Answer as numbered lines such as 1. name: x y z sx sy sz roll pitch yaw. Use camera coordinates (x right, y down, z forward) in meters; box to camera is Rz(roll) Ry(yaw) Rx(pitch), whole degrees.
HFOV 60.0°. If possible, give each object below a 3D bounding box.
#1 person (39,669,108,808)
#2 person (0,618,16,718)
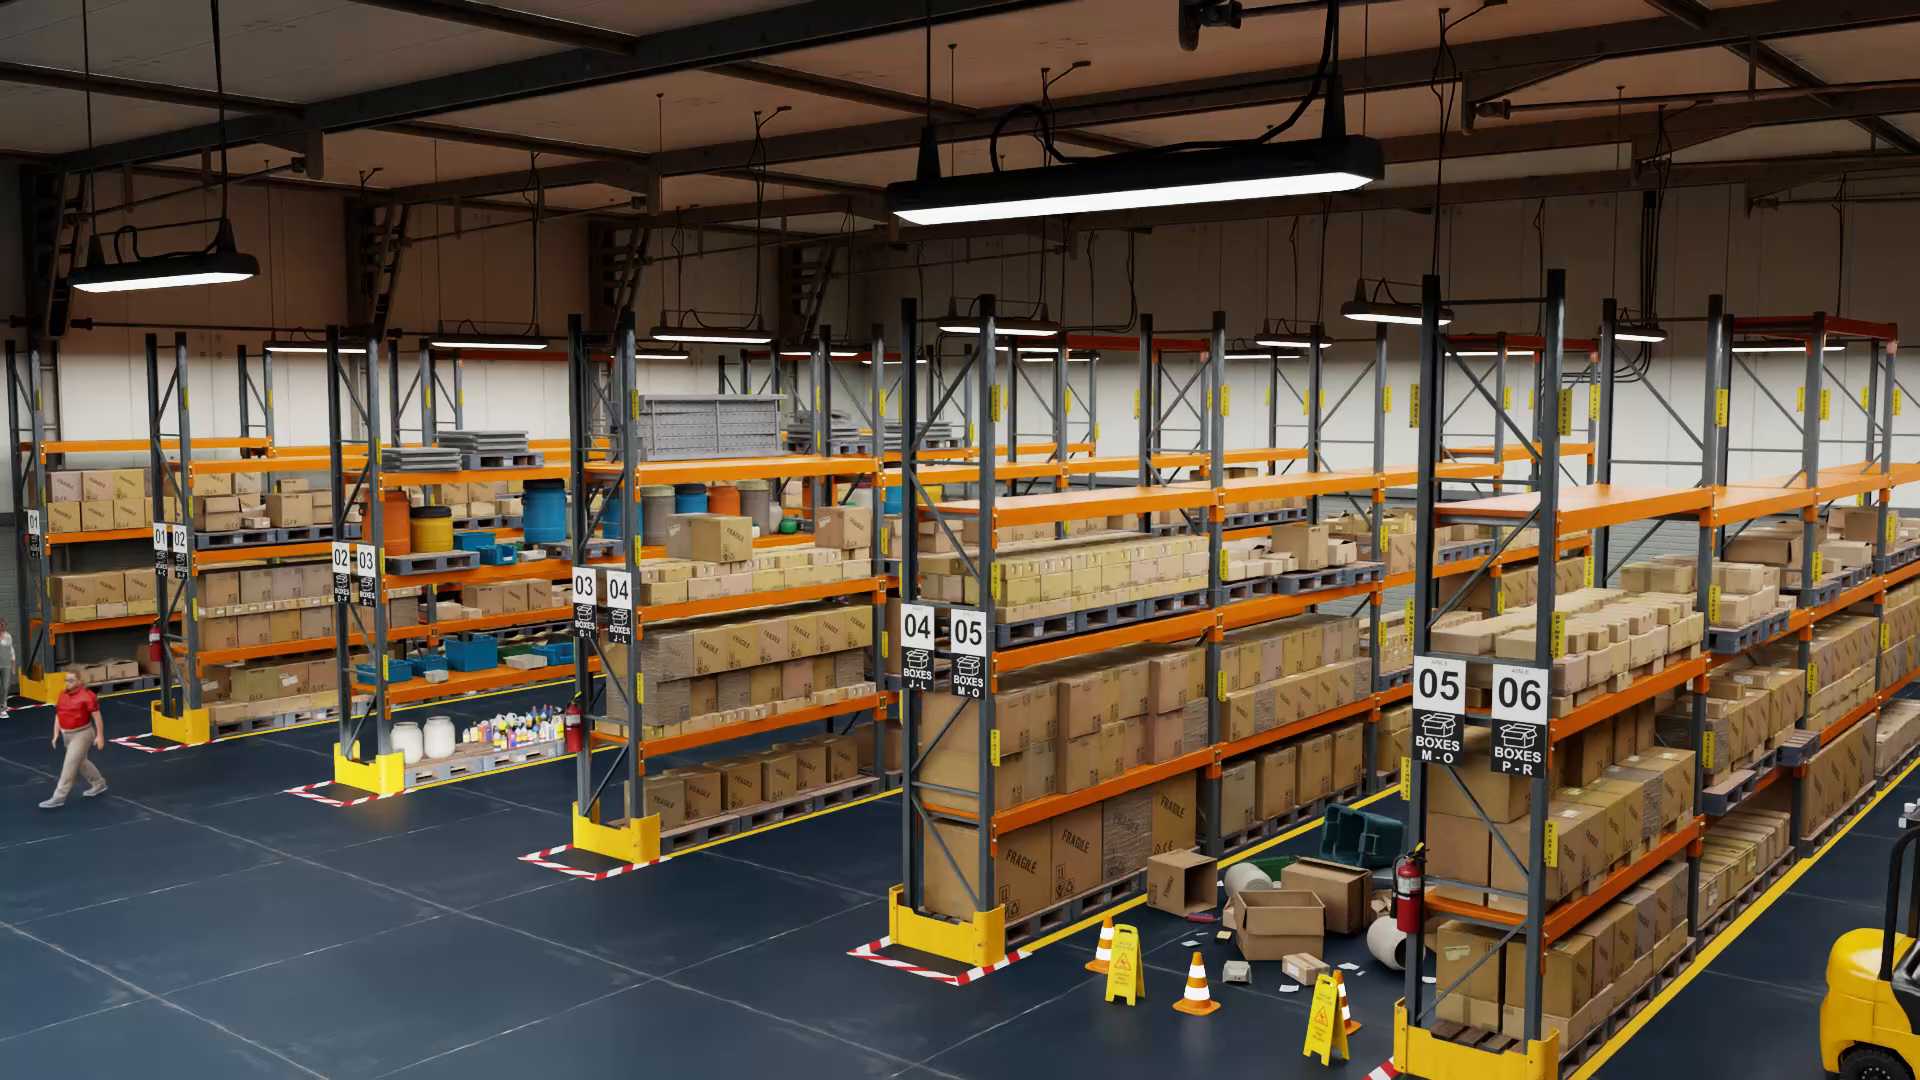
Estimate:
1. person: -11.093 2.449 20.763 0.546 1.660 1.018 2 6 23
2. person: -15.034 2.018 26.056 0.420 1.608 0.448 4 6 36
